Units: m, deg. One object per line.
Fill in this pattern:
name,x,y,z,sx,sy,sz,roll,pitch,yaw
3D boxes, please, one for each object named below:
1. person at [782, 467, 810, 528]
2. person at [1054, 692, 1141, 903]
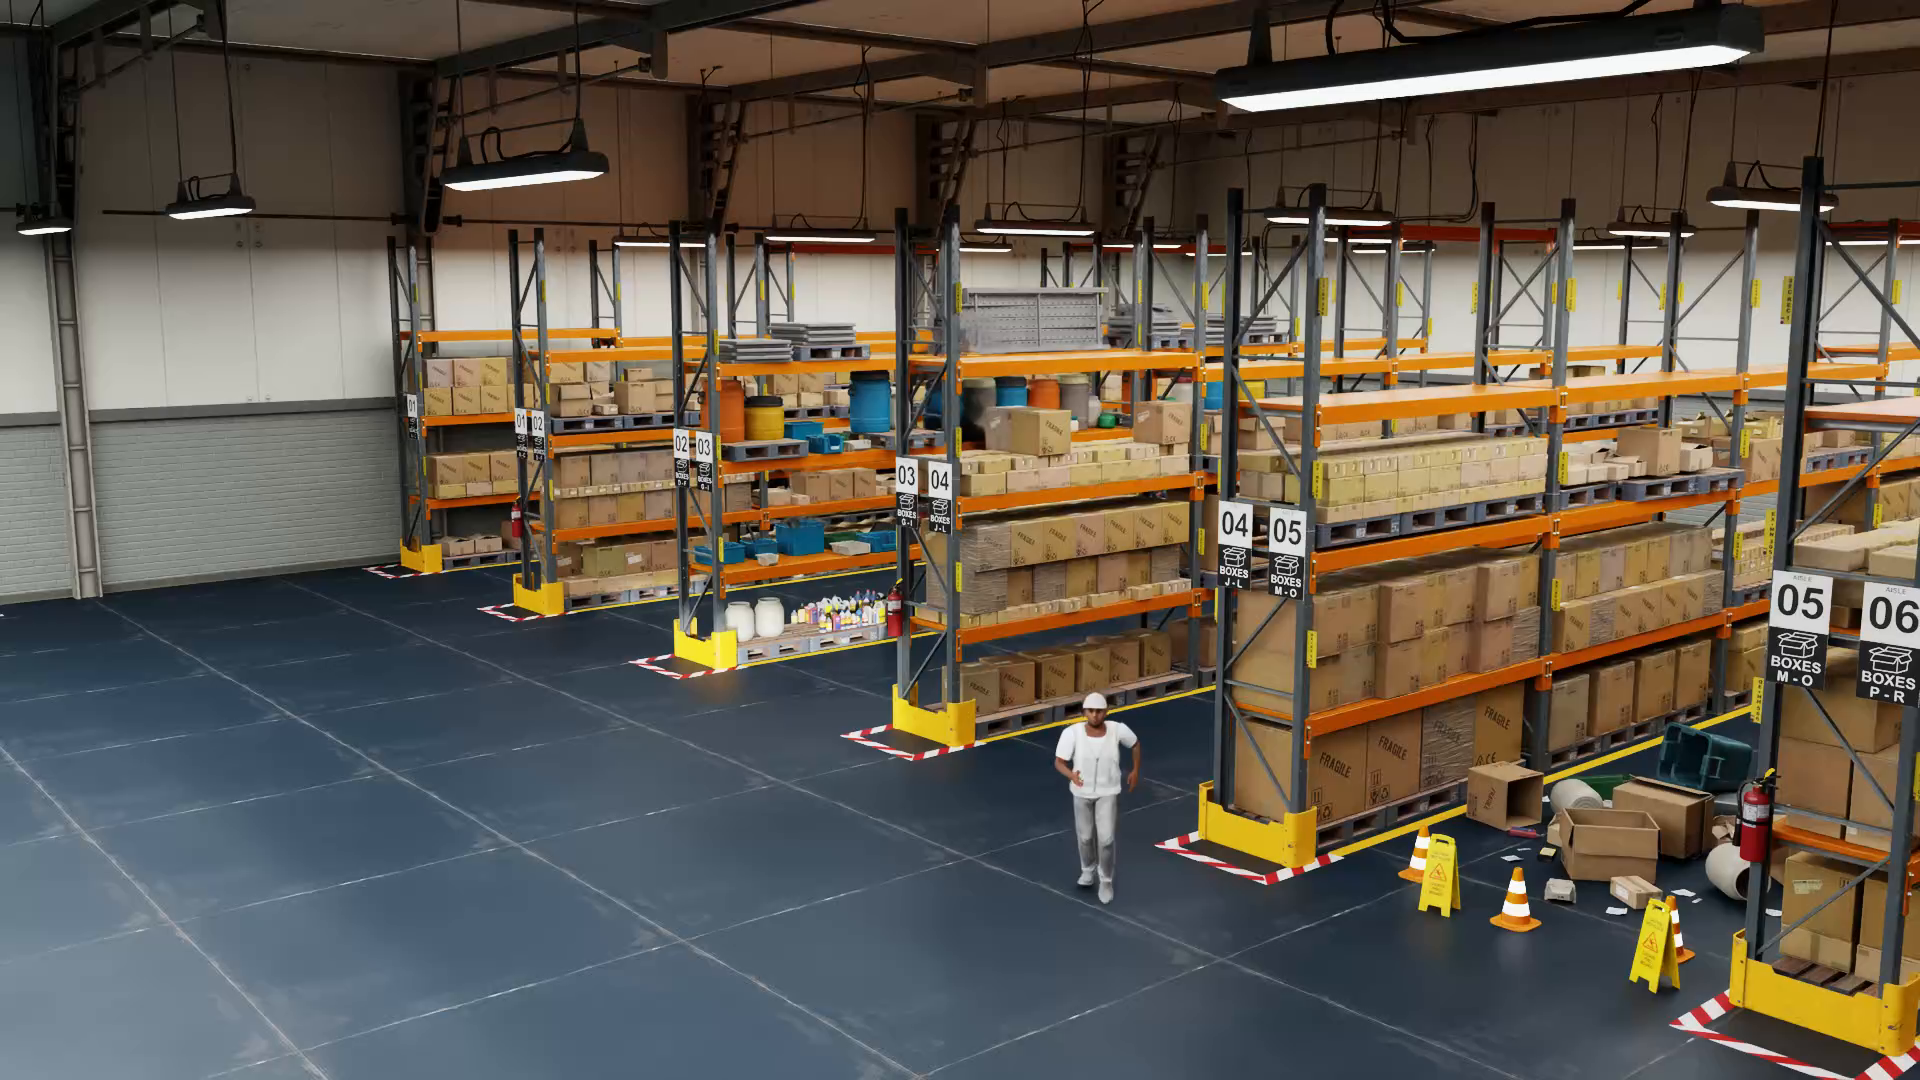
person,-3.148,-0.698,32.474,0.717,1.767,0.825,8,12,43
person,1.155,2.174,14.032,0.721,1.817,0.729,1,9,6
